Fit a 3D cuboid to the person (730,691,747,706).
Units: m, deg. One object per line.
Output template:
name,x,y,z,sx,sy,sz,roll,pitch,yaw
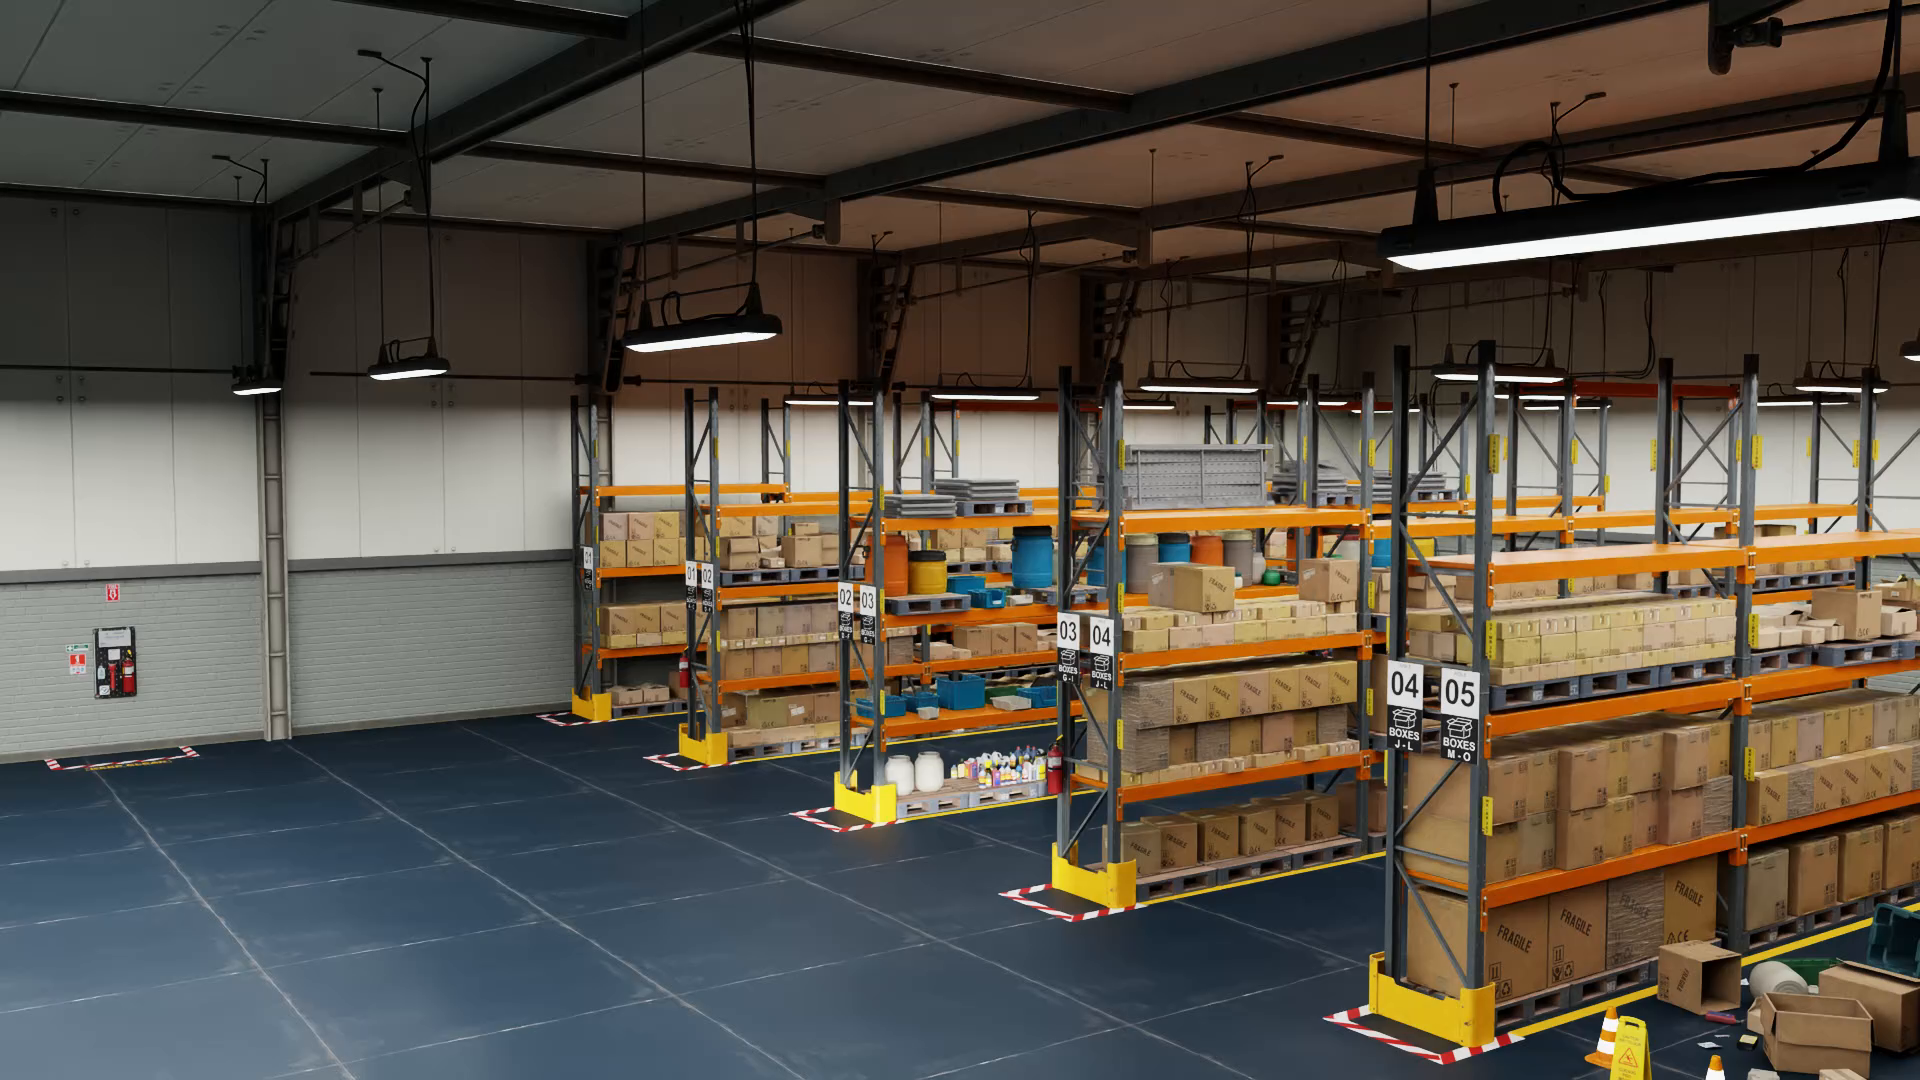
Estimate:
person,-4.060,2.455,30.587,0.653,1.741,0.588,-1,3,-10
